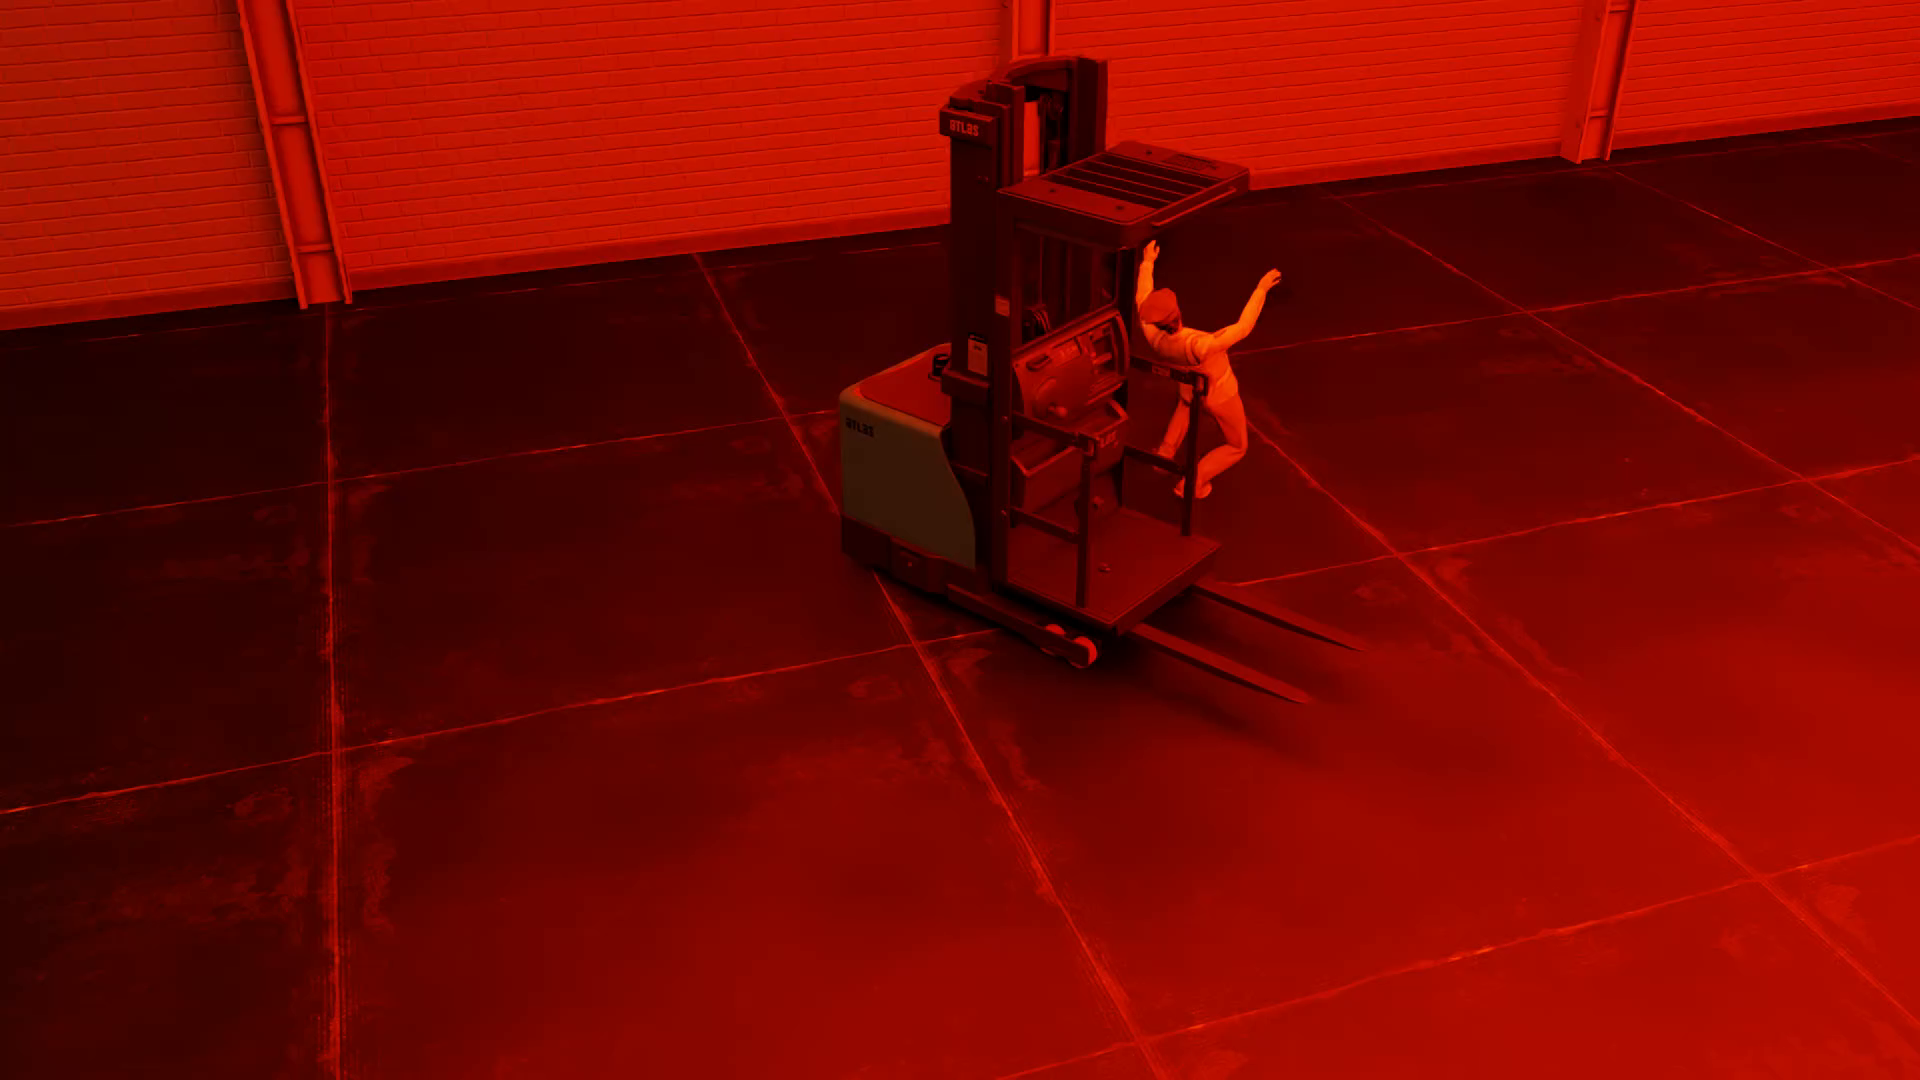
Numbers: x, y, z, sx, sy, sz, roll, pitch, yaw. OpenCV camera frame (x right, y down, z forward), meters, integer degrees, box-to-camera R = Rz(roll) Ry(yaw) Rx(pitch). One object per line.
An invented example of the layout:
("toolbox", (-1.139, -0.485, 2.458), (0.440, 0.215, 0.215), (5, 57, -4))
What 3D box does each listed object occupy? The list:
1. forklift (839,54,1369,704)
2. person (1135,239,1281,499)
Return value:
("forklift", (0.753, -0.886, 8.627), (3.031, 2.935, 1.130), (23, 37, 34))
("person", (1.369, -0.980, 10.200), (0.759, 1.539, 0.881), (-23, 37, -34))
